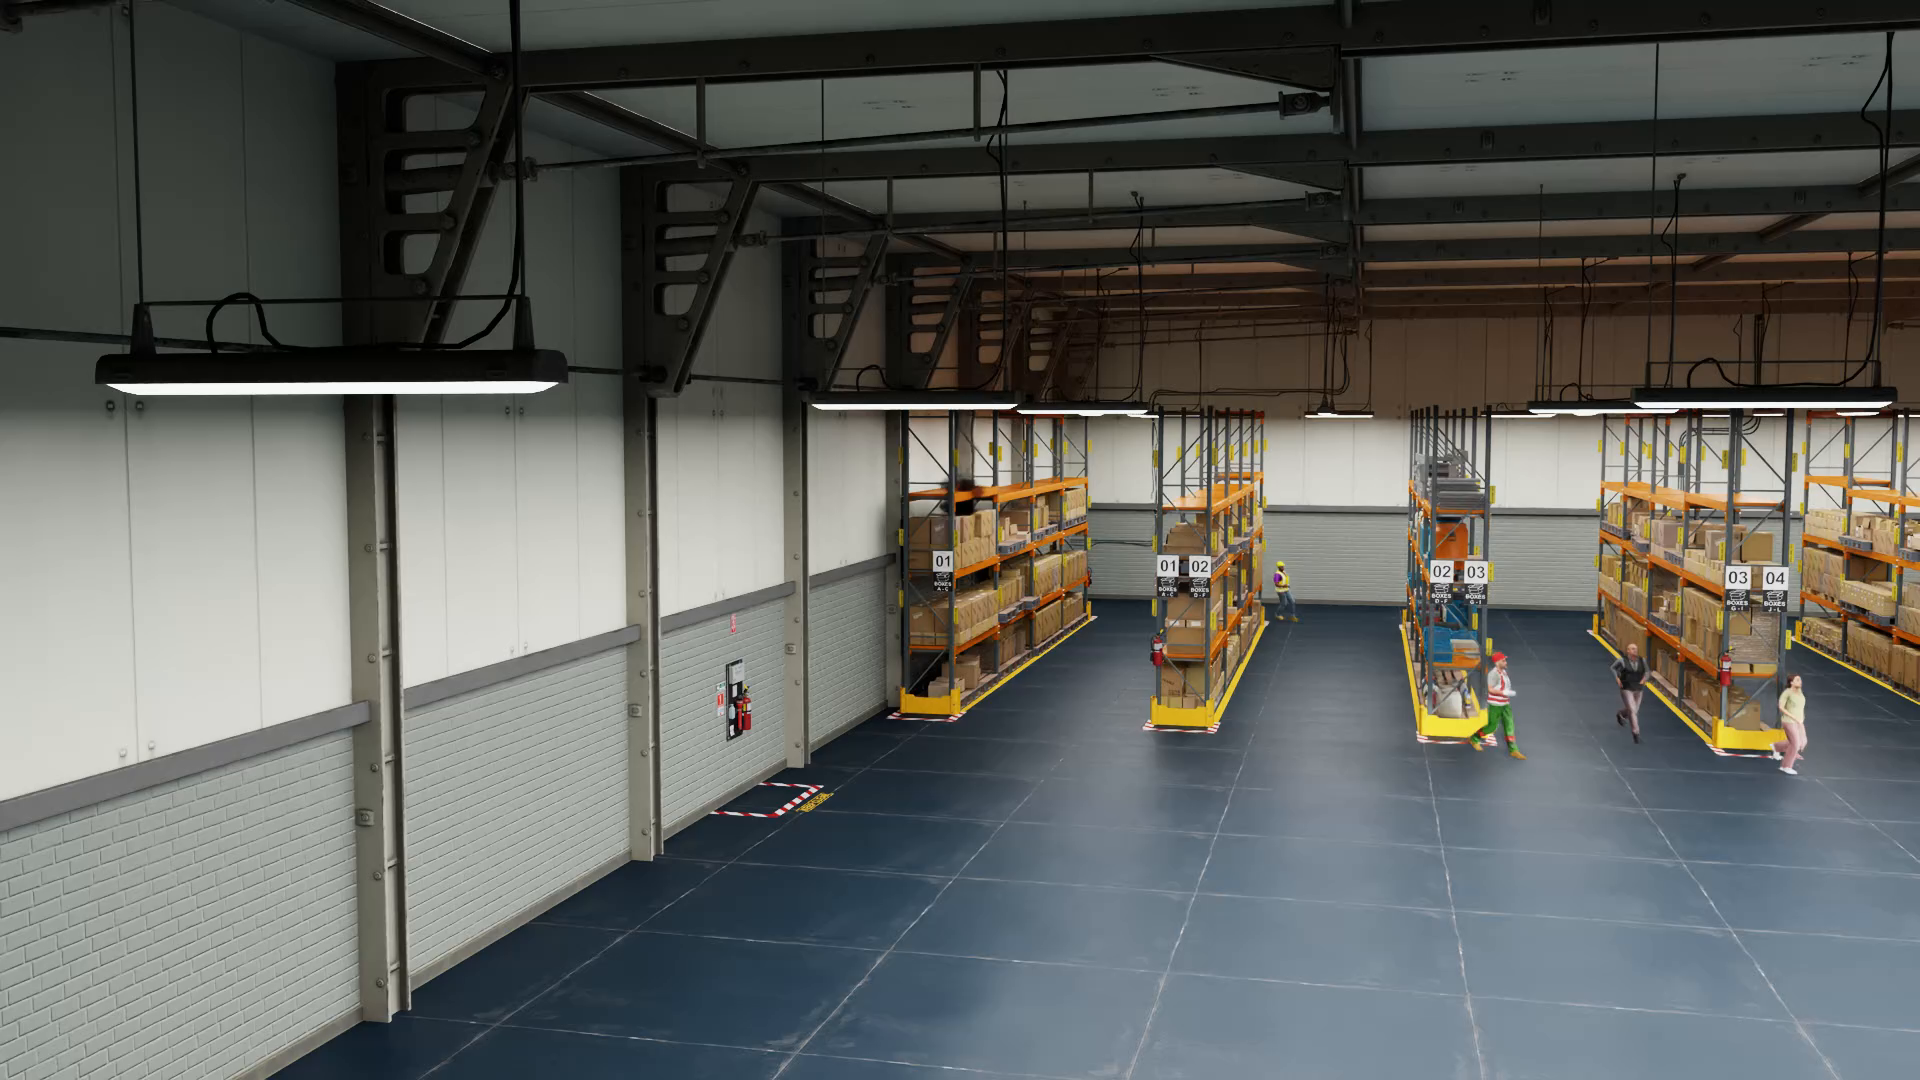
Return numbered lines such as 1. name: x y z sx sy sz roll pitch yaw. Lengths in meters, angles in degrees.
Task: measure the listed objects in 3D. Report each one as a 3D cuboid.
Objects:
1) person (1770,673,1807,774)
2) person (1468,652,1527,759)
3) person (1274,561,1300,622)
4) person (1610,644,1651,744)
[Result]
1. person: 13.530 2.976 27.139 0.597 1.648 0.621 -2 5 -29
2. person: 9.104 2.786 28.135 1.009 1.783 0.669 4 6 43
3. person: 9.201 1.464 47.268 0.714 1.737 0.737 3 5 40
4. person: 12.119 2.726 29.967 0.599 1.730 1.127 -1 4 -7
